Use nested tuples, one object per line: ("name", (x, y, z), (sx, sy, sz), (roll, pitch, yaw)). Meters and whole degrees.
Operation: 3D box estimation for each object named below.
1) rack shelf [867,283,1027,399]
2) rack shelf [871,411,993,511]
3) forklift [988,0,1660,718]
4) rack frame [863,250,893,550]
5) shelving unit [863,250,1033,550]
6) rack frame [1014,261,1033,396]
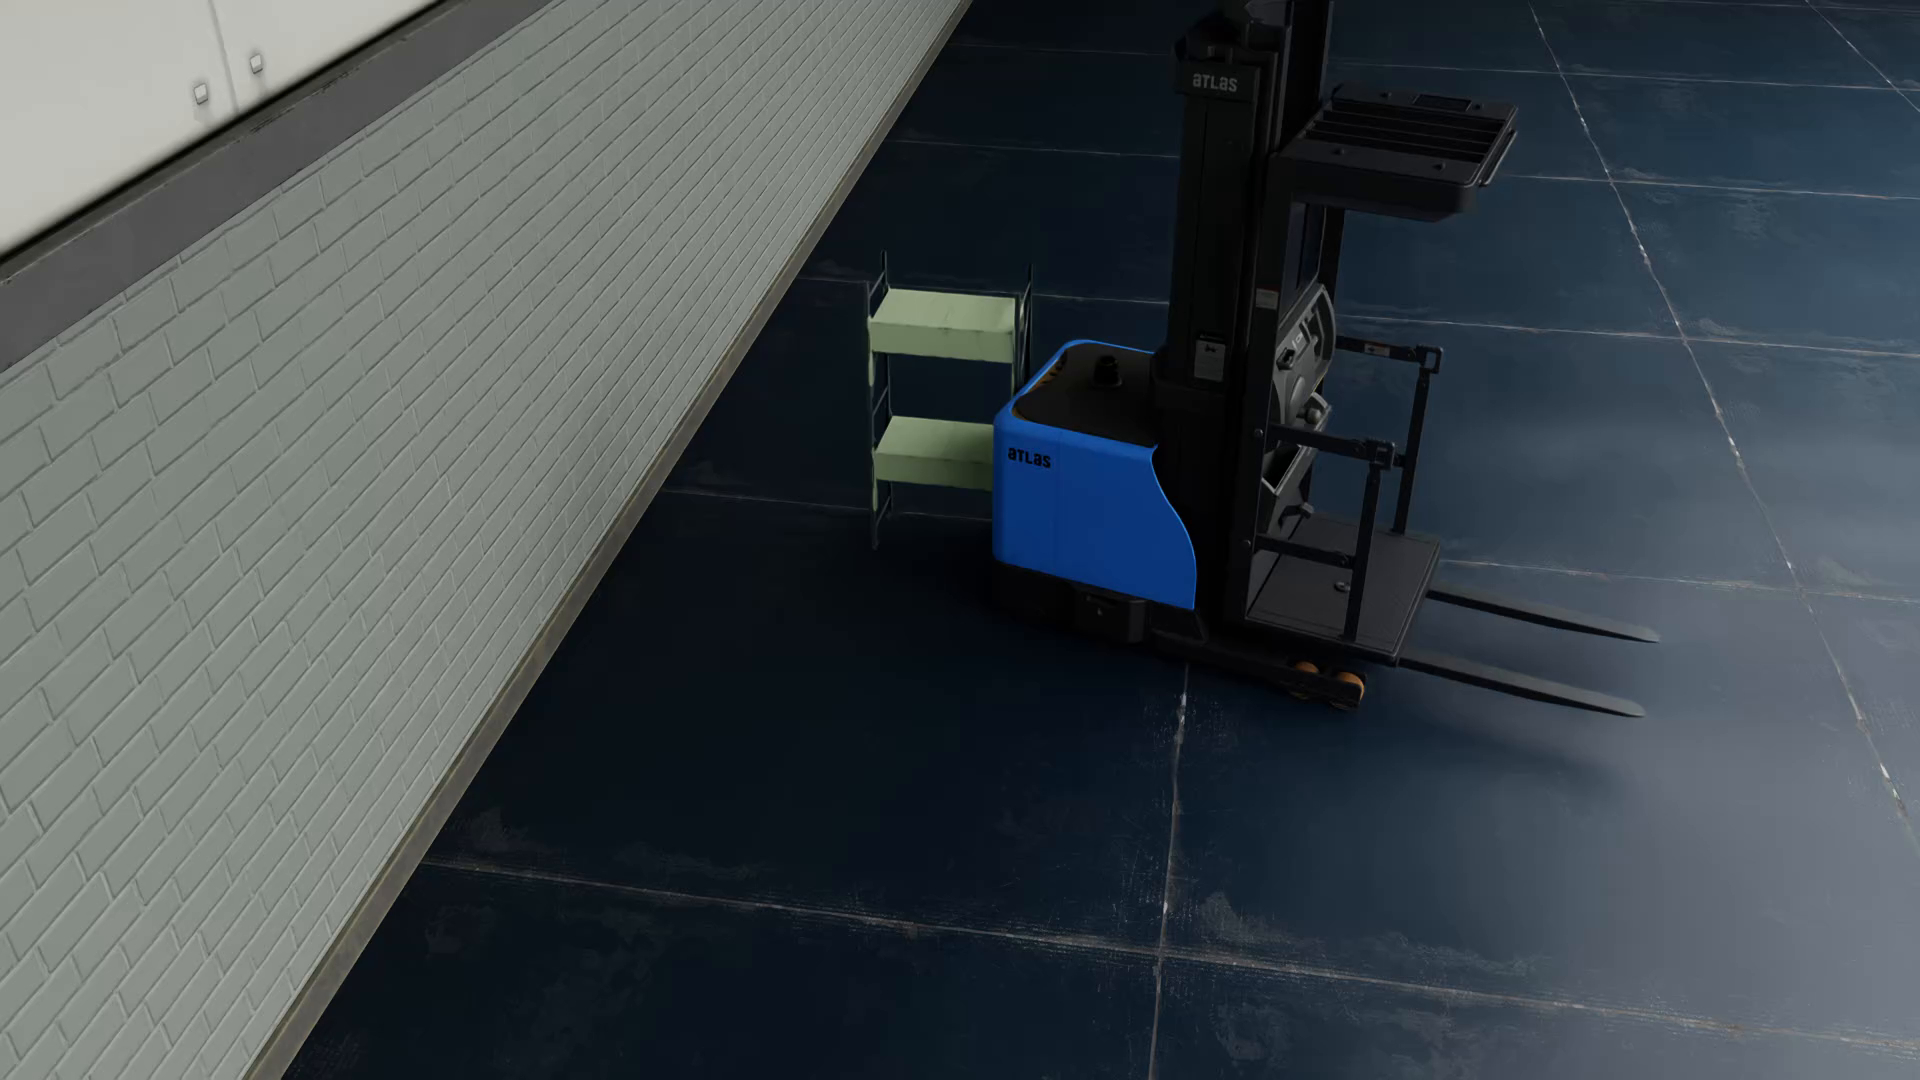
("rack shelf", (-0.053, -0.983, 8.172), (0.720, 0.370, 0.431), (6, 33, 9))
("rack shelf", (-0.053, -0.376, 8.552), (0.720, 0.370, 0.431), (6, 33, 9))
("forklift", (1.699, -0.797, 7.261), (3.031, 2.935, 1.130), (14, 35, 21))
("rack frame", (-0.412, -0.690, 8.438), (0.023, 1.500, 0.400), (6, 33, 9))
("shelving unit", (-0.053, -0.652, 8.379), (0.755, 1.500, 0.431), (6, 33, 9))
("rack frame", (0.306, -0.615, 8.319), (0.023, 1.500, 0.400), (6, 33, 9))
